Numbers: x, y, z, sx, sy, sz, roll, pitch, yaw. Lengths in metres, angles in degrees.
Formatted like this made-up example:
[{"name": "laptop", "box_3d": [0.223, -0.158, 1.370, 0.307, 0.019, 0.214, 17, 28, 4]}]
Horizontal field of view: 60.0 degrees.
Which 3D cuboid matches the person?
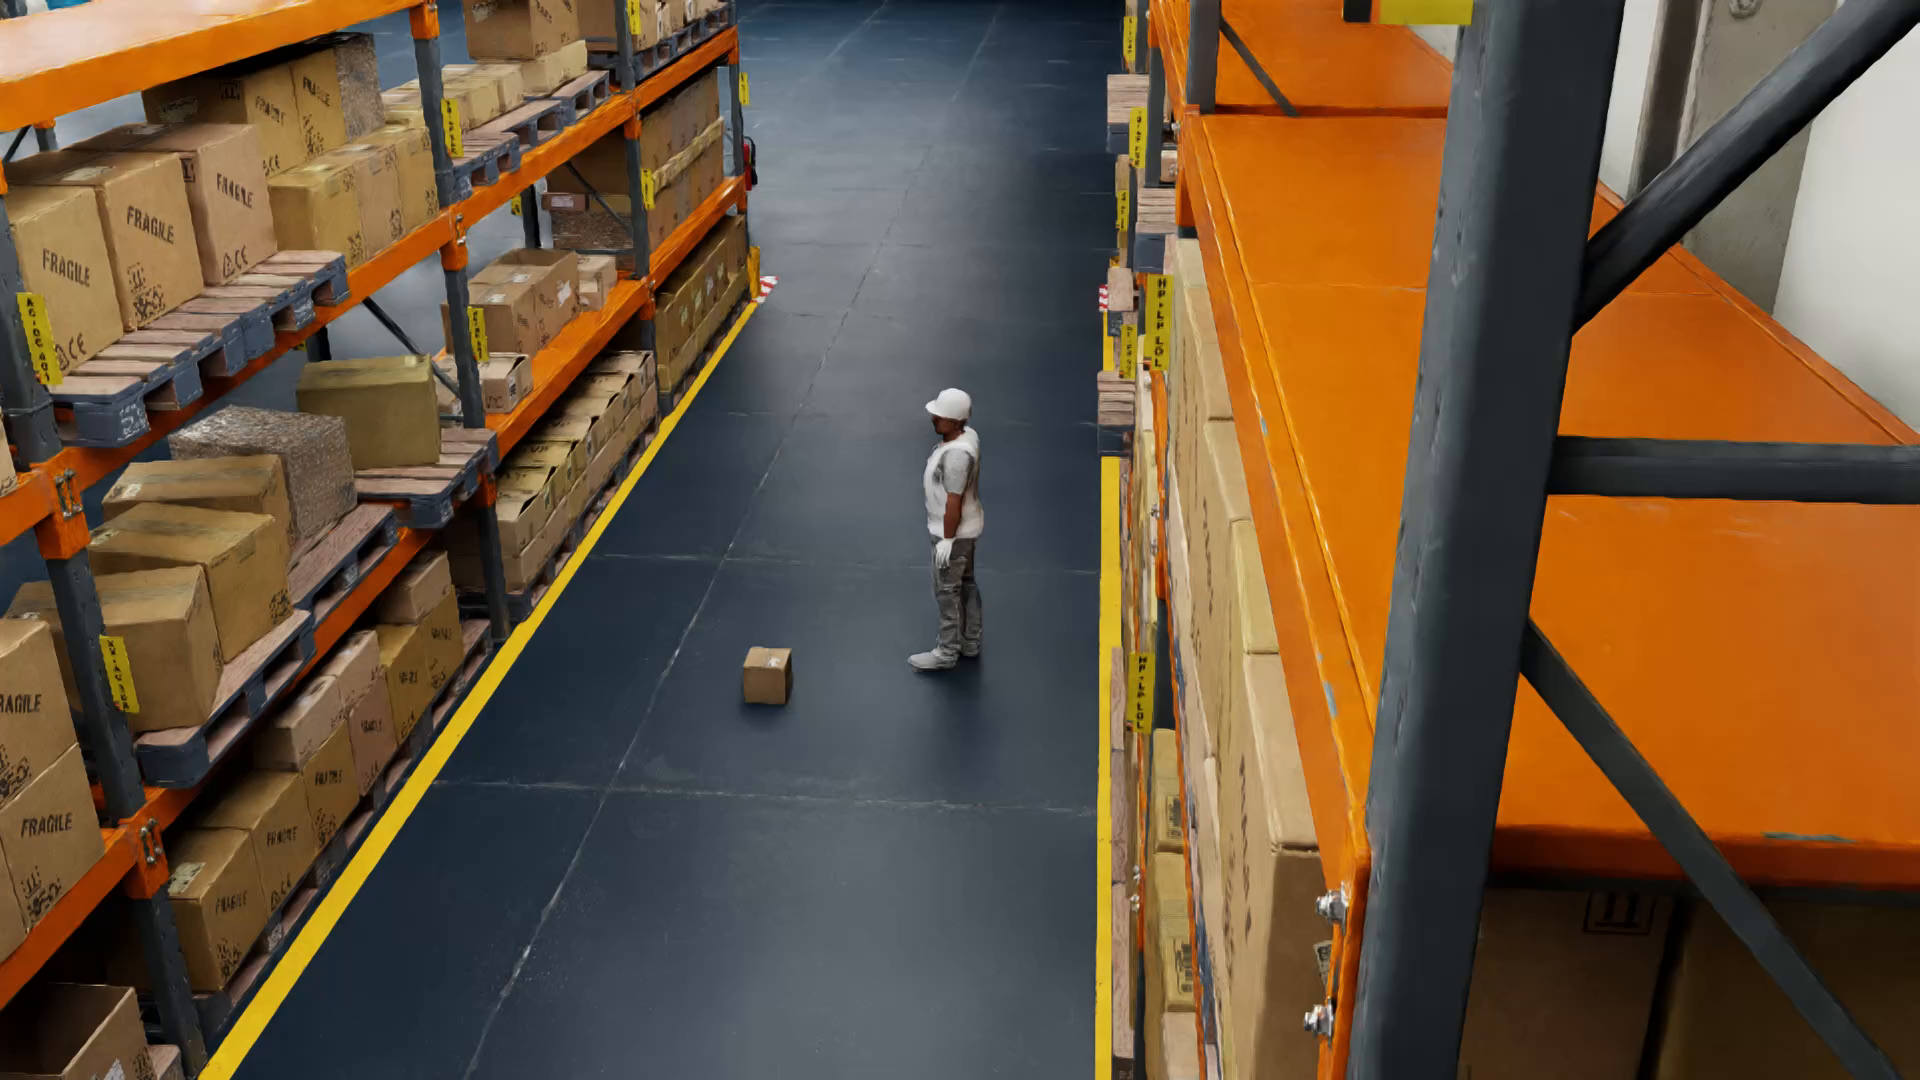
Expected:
[{"name": "person", "box_3d": [-0.080, -0.075, 10.110, 0.452, 1.784, 0.671, 3, 24, 6]}]
